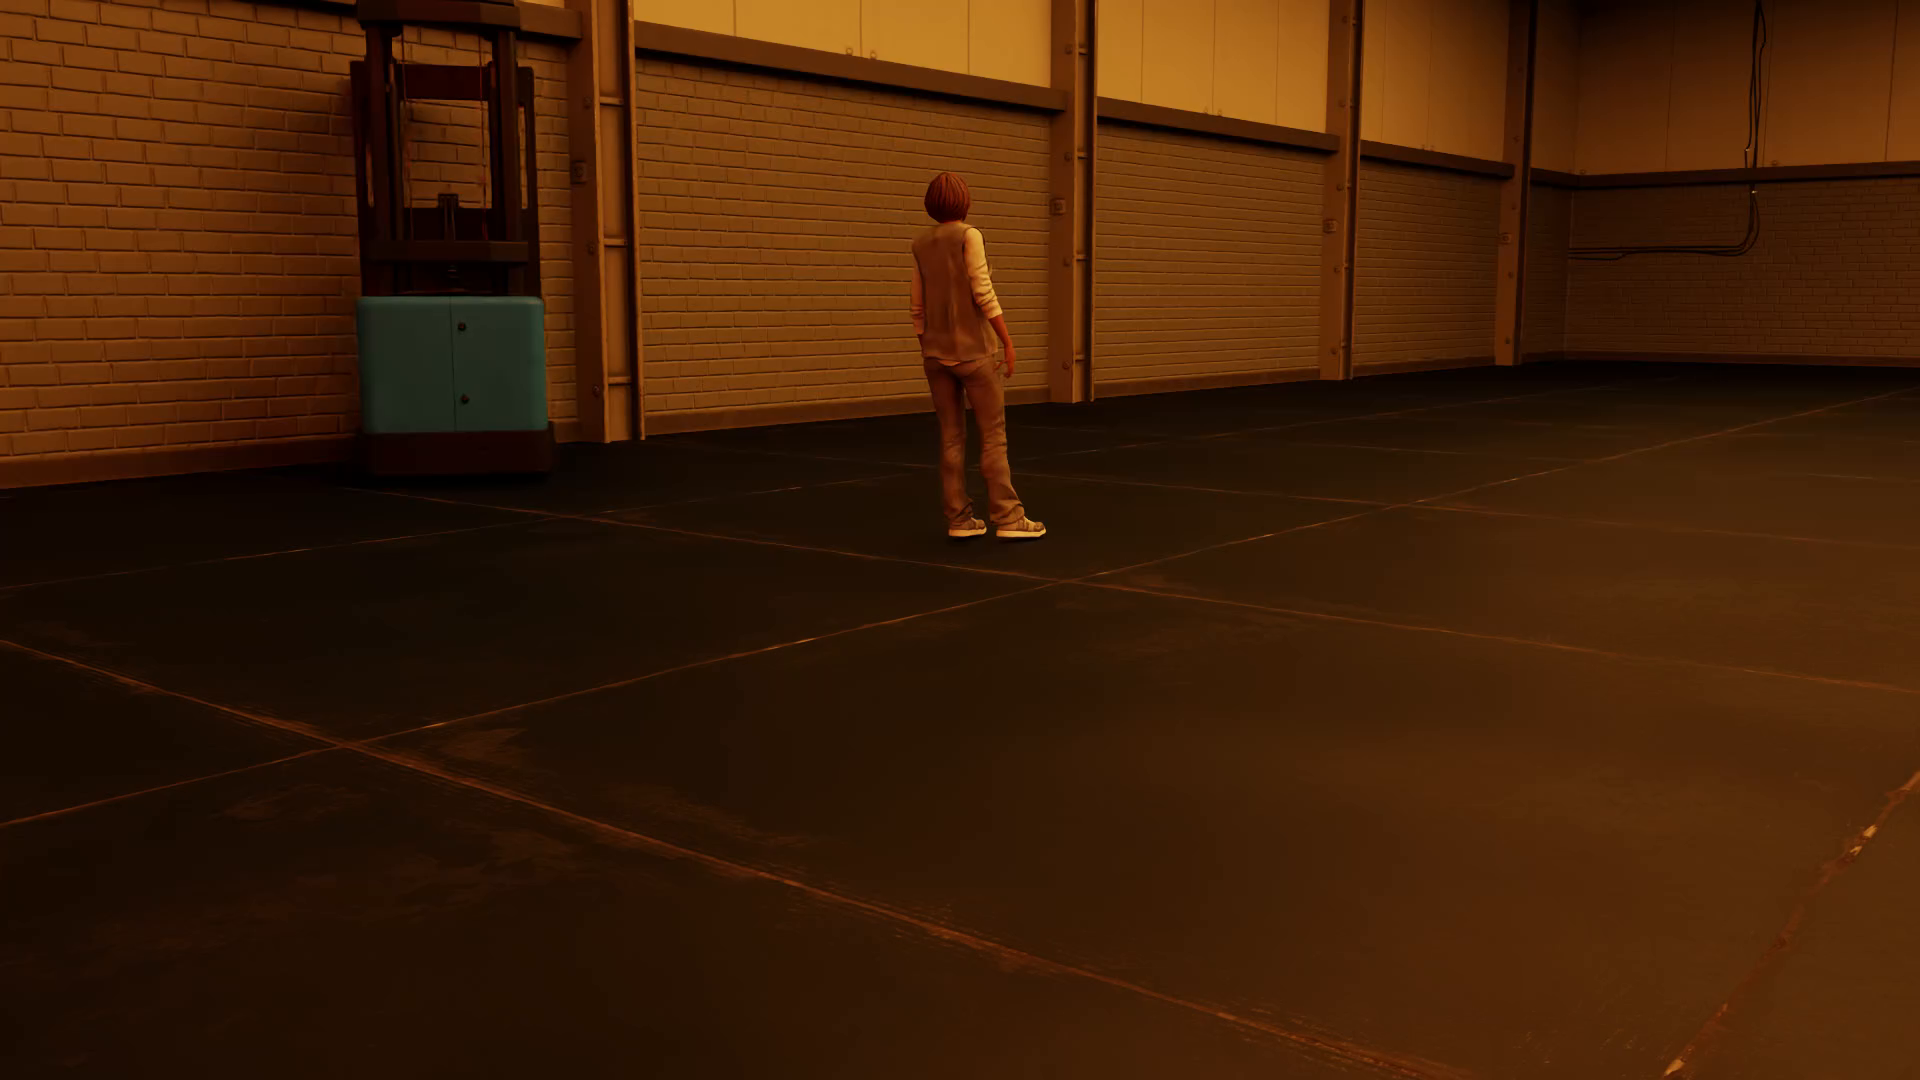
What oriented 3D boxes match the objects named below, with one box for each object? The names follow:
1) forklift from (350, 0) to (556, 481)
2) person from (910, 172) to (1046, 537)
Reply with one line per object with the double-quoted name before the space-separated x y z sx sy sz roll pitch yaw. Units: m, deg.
"forklift" -3.279 -1.965 10.708 1.130 2.935 3.031 -2 9 -16
"person" 0.057 -0.759 7.343 0.520 1.504 0.475 7 11 38
